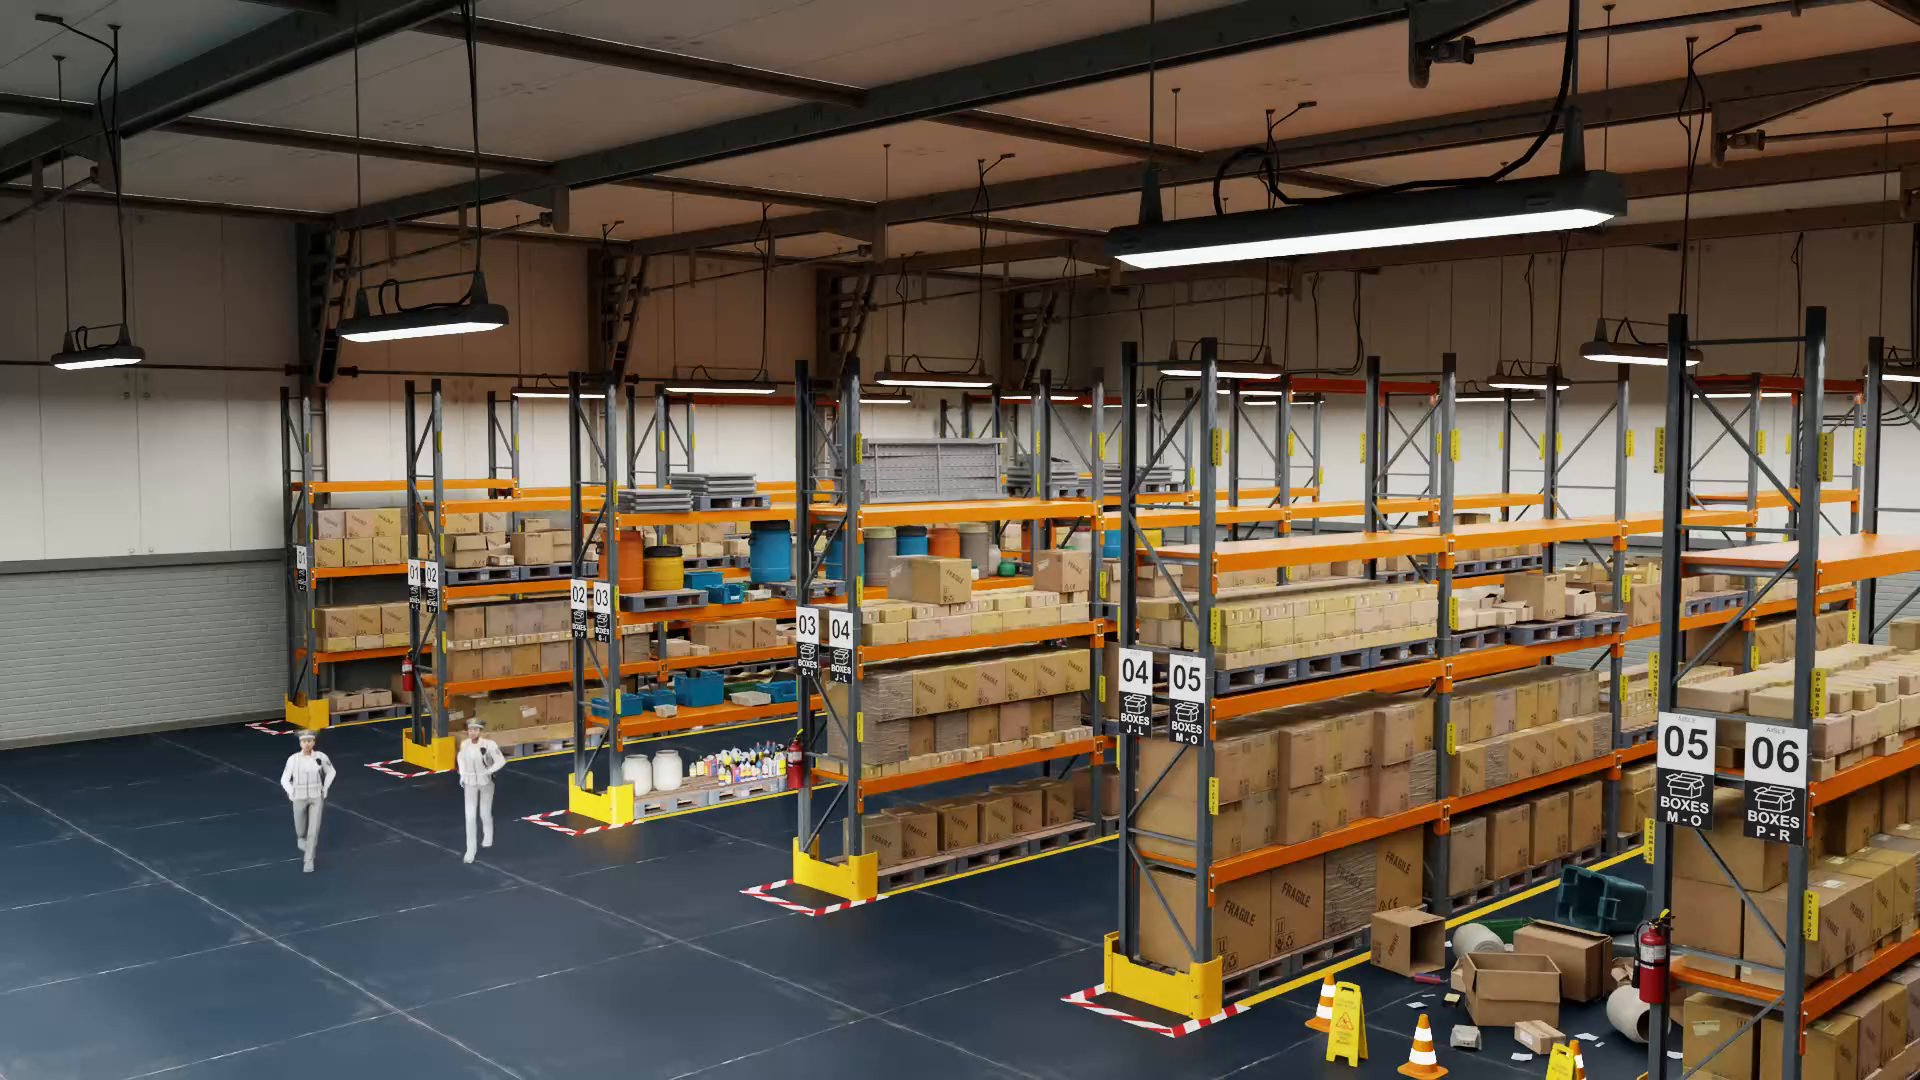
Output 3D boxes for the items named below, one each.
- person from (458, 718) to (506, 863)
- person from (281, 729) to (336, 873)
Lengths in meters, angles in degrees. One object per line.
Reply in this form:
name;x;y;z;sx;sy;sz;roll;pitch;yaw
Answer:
person;-5.862;3.013;20.360;0.611;1.733;0.780;0;4;-5
person;-7.755;3.073;19.821;0.615;1.661;0.729;-1;4;-22
